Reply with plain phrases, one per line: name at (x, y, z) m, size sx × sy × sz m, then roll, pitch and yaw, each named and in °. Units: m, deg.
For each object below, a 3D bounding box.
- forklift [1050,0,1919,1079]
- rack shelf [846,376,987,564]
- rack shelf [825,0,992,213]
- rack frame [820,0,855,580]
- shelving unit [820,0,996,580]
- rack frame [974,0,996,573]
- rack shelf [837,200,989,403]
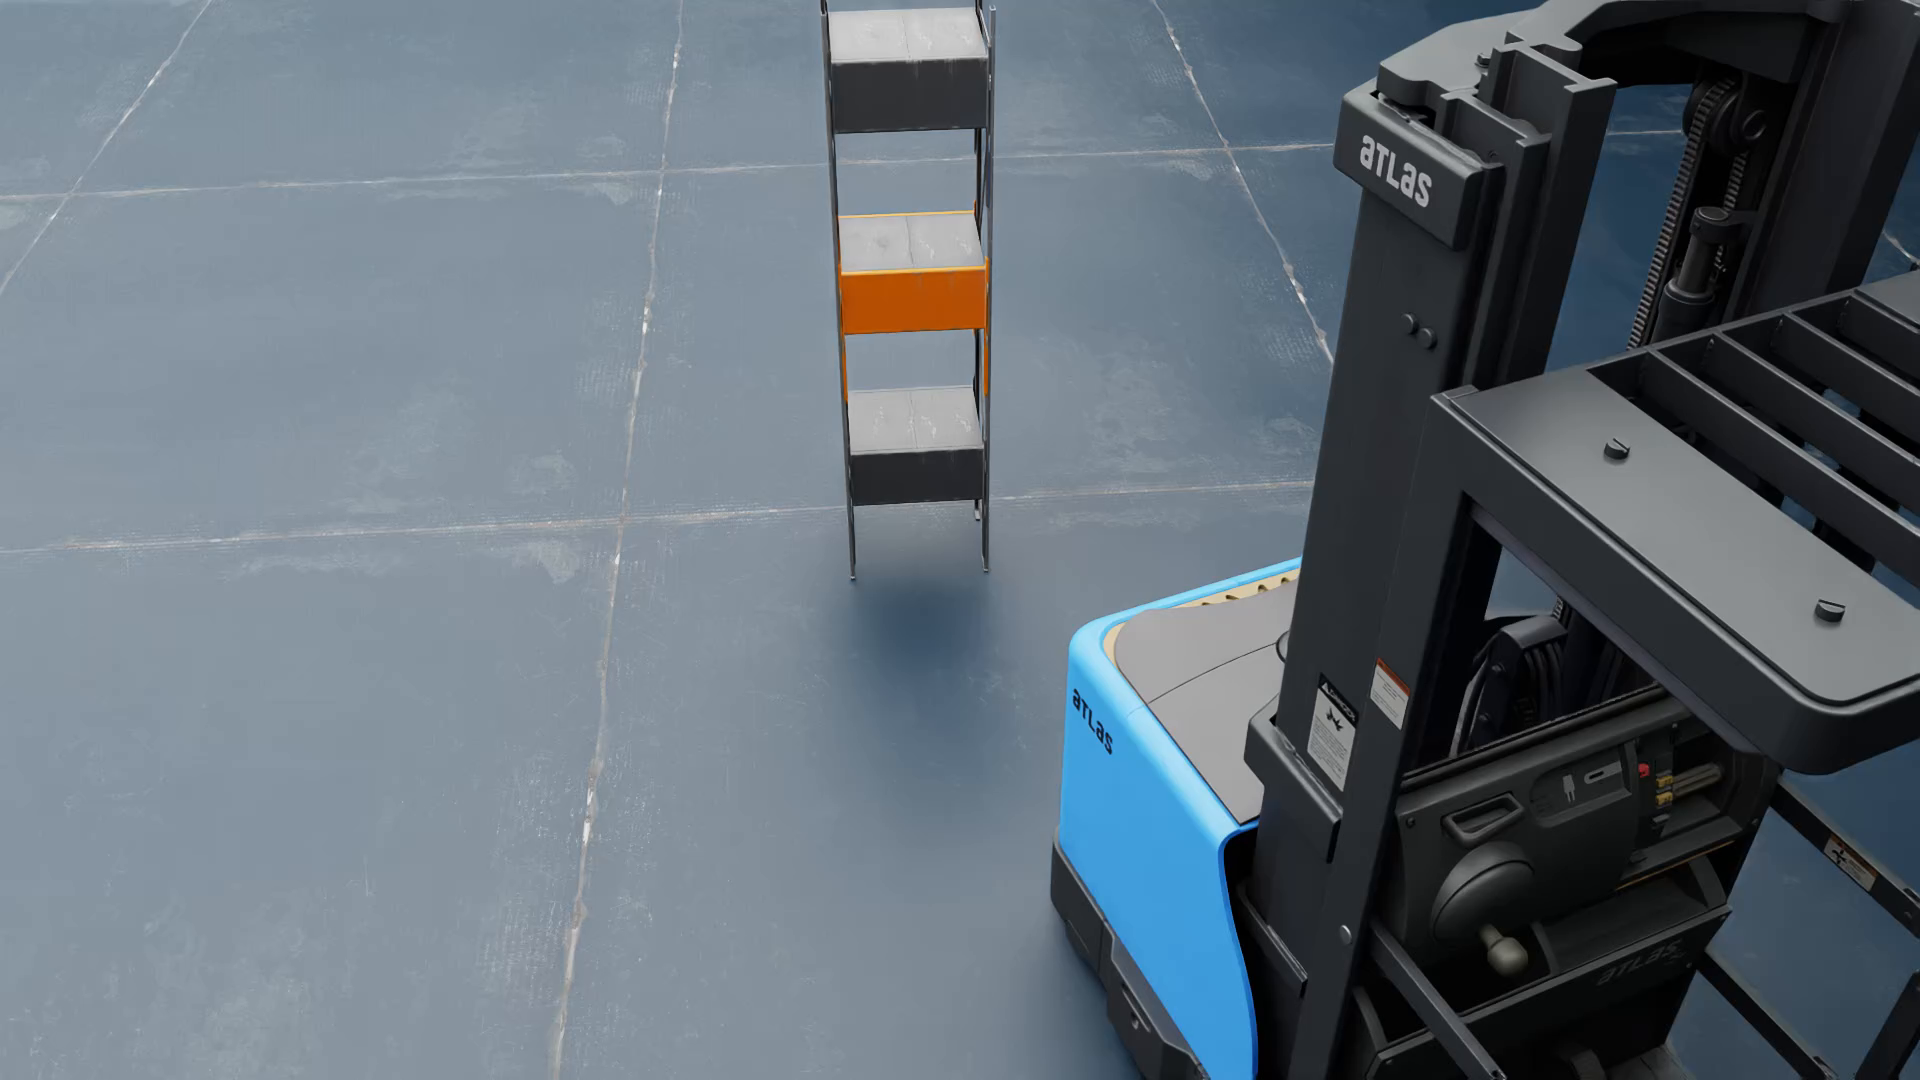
forklift at (1.328, 0.622, 3.095) m, size 1.130 × 2.935 × 3.031 m, roll -16°, pitch 41°, yaw -19°
rack shelf at (-0.165, -0.255, 6.030) m, size 0.480 × 0.518 × 0.431 m, roll -3°, pitch 38°, yaw -4°
rack shelf at (-0.165, -1.354, 5.163) m, size 0.480 × 0.518 × 0.431 m, roll -3°, pitch 38°, yaw -4°
rack frame at (-0.408, -0.802, 5.571) m, size 0.015 × 2.100 × 0.400 m, roll -3°, pitch 38°, yaw -4°
shelving unit at (-0.165, -0.815, 5.588) m, size 0.503 × 2.100 × 0.431 m, roll -3°, pitch 38°, yaw -4°
rack frame at (0.078, -0.829, 5.605) m, size 0.015 × 2.100 × 0.400 m, roll -3°, pitch 38°, yaw -4°
rack shelf at (-0.165, -0.805, 5.597) m, size 0.480 × 0.518 × 0.431 m, roll -3°, pitch 38°, yaw -4°
